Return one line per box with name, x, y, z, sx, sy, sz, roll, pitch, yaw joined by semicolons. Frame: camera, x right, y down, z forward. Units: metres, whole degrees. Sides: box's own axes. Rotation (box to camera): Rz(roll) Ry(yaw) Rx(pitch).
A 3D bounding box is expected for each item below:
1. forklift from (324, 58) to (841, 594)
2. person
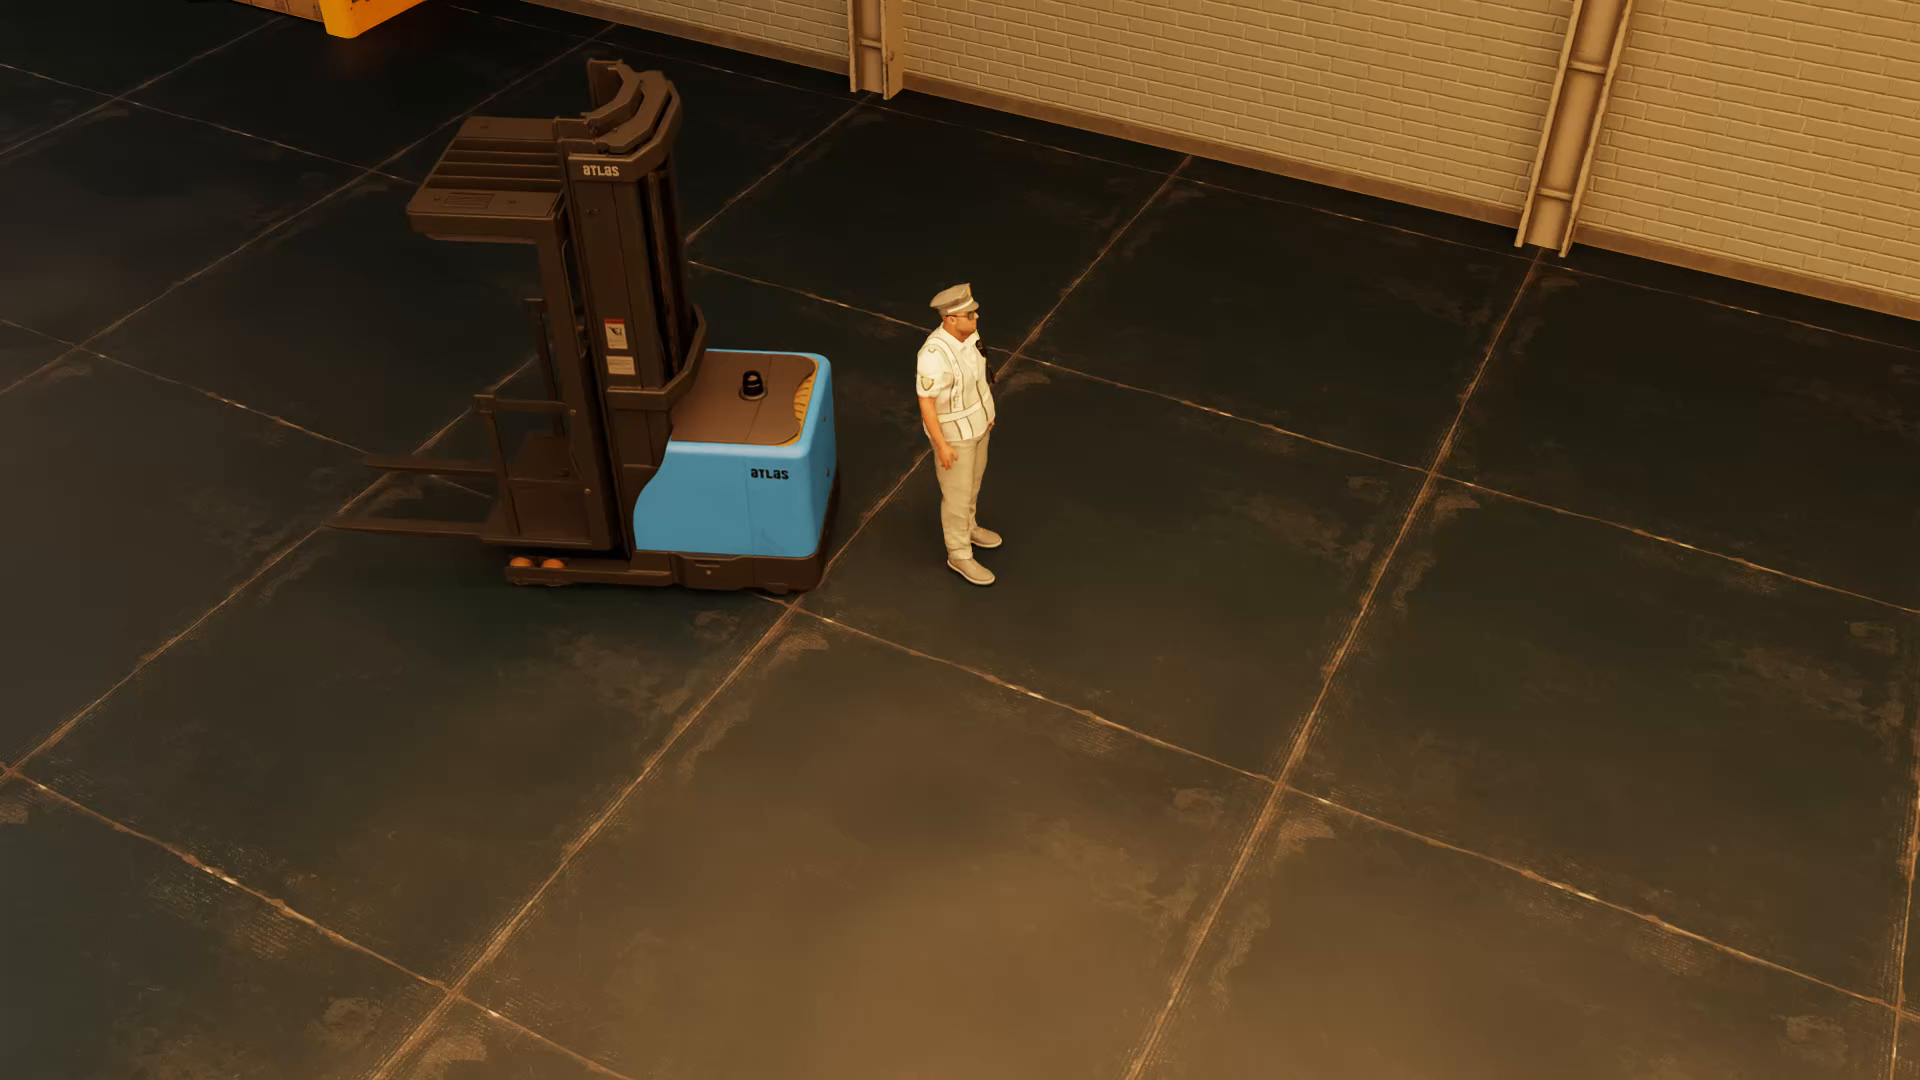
forklift;-2.299;-1.179;9.387;3.031;2.935;1.130;3;40;3
person;0.070;-0.653;9.648;0.568;1.780;0.638;19;44;21
